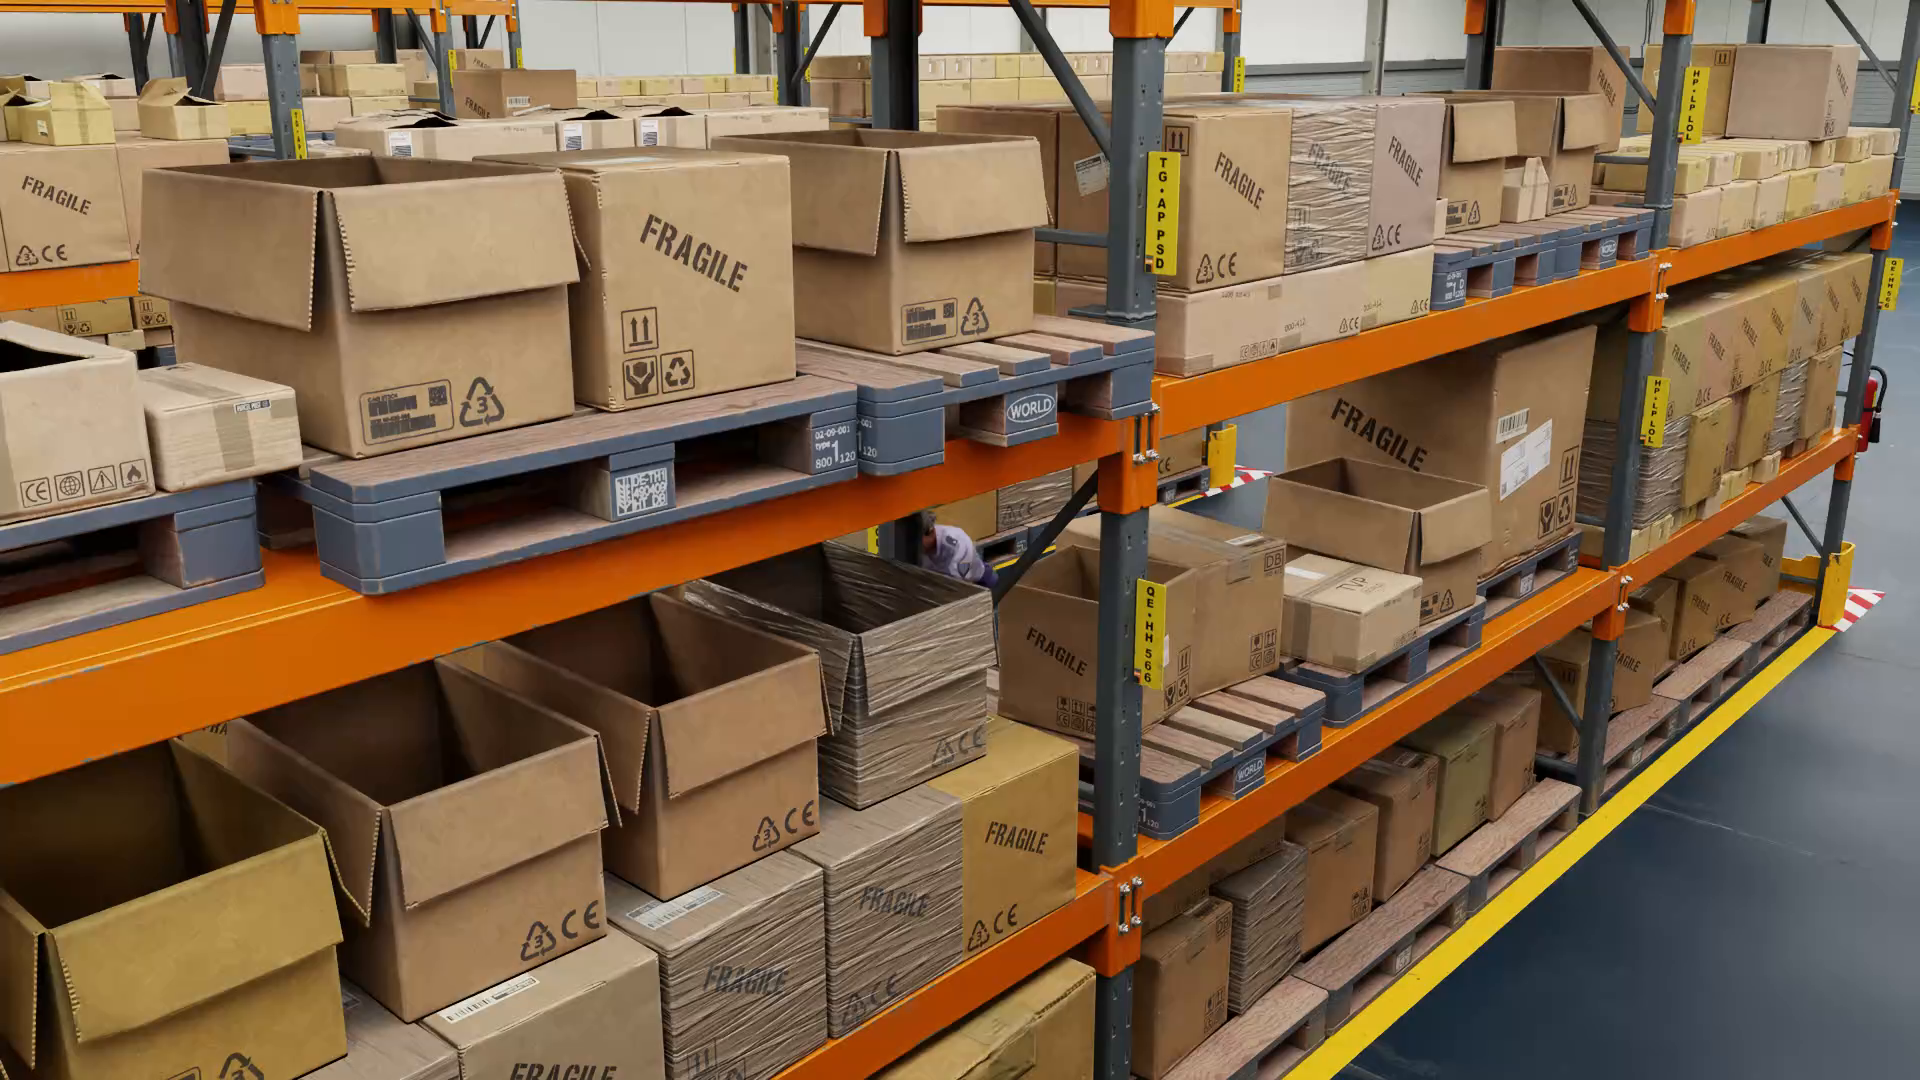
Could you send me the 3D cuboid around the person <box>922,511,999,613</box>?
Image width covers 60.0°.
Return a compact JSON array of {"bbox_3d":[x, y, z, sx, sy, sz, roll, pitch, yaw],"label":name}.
[{"bbox_3d":[-0.066,0.364,9.616,0.539,1.226,0.731,15,22,40],"label":"person"}]
